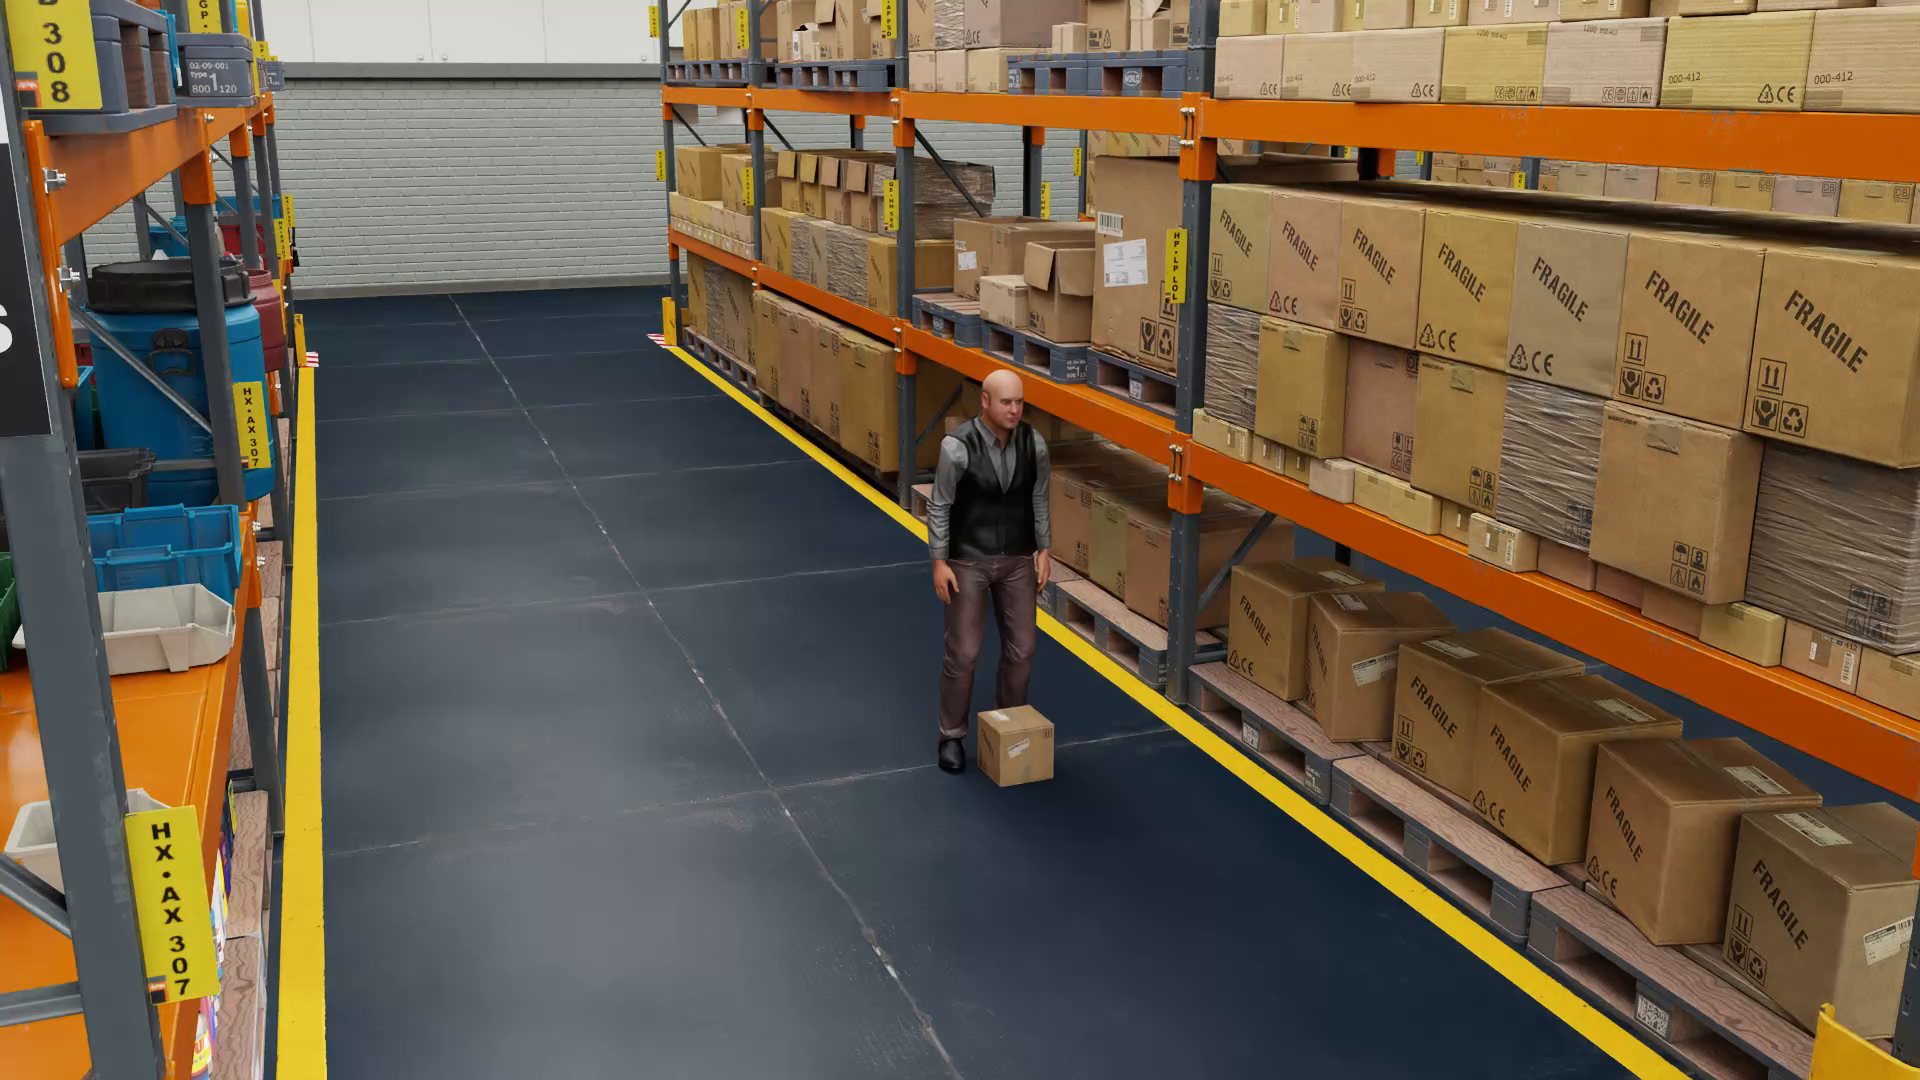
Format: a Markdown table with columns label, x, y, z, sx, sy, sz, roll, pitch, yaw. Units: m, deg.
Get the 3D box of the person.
| label | x | y | z | sx | sy | sz | roll | pitch | yaw |
| --- | --- | --- | --- | --- | --- | --- | --- | --- | --- |
| person | 0.130 | 0.104 | 7.196 | 0.579 | 1.719 | 0.424 | -7 | 17 | -23 |
